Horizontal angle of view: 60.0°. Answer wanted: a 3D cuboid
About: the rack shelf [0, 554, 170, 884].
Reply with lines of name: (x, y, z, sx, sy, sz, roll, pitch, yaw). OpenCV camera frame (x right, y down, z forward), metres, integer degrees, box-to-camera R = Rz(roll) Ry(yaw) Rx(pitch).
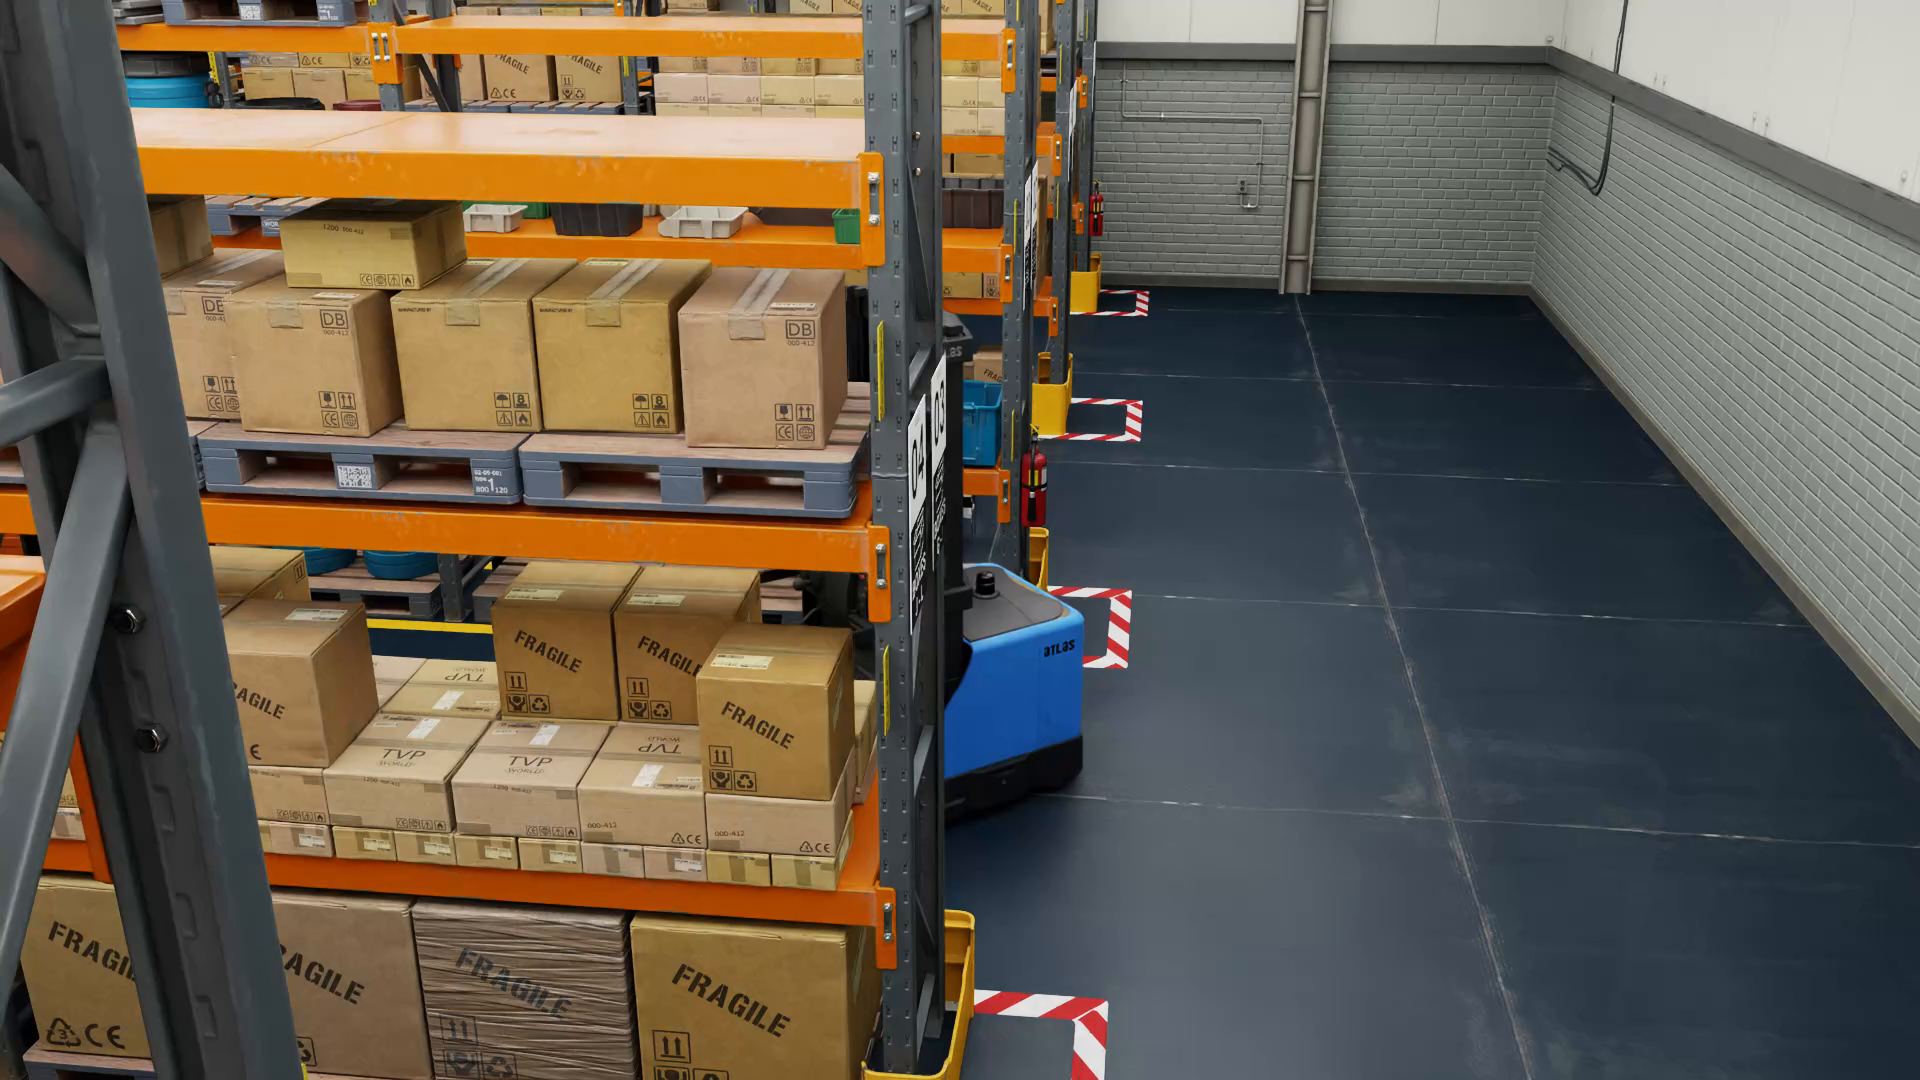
rack shelf: (-2.859, 0.267, 1.508, 4.000, 0.370, 1.077, 2, 22, 6)

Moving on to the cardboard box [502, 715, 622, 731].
cardboard box: (-1.650, 0.770, 7.212, 0.500, 0.250, 0.500, 2, 22, 4)

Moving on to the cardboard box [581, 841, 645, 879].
cardboard box: (-1.338, 1.189, 6.693, 0.250, 0.149, 0.380, 3, 22, 7)

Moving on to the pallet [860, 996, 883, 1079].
pallet: (-0.993, 2.292, 7.356, 1.213, 0.211, 1.003, 2, 22, 6)

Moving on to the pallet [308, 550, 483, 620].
pallet: (-4.340, 0.268, 12.476, 1.213, 0.211, 1.003, 2, 22, 6)

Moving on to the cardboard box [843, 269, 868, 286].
cardboard box: (-1.007, -2.649, 15.924, 0.500, 0.500, 0.500, 2, 22, 6)

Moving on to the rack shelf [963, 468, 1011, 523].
rack shelf: (-1.593, -0.560, 11.754, 4.000, 0.370, 1.077, 2, 22, 6)

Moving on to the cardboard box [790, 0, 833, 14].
cardboard box: (-1.738, -6.380, 19.895, 0.500, 0.500, 0.500, 2, 22, 6)

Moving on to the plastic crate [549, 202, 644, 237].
plastic crate: (-2.377, -2.161, 10.924, 0.590, 0.269, 0.497, 2, 22, 6)

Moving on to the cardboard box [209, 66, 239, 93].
cardboard box: (-7.421, -4.482, 16.249, 0.500, 0.250, 0.500, 1, 22, 2)

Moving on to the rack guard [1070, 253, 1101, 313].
rack guard: (1.583, -3.261, 21.009, 0.348, 0.500, 1.175, 2, 22, 6)

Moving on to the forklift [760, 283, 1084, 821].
forklift: (-0.795, 0.197, 8.956, 3.031, 2.935, 1.130, -13, 25, -30)

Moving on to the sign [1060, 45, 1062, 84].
sign: (0.895, -4.221, 14.752, 0.005, 0.325, 0.100, 2, 22, 6)

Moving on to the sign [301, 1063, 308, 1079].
sign: (-0.810, 0.808, 2.048, 0.005, 0.325, 0.100, 2, 22, 6)

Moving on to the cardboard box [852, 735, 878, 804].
cardboard box: (-0.503, 0.982, 7.218, 0.250, 0.149, 0.380, 3, 22, 7)

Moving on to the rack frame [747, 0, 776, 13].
rack frame: (-2.413, -7.388, 19.887, 0.127, 3.000, 1.000, 2, 22, 6)

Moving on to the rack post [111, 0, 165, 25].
rack post: (-5.604, -3.579, 10.933, 0.954, 0.300, 0.937, 5, 22, 12)

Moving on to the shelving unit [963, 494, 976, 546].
shelving unit: (0.008, -0.418, 13.273, 0.210, 0.900, 0.258, 2, 22, 6)

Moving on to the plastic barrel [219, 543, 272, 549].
plastic barrel: (-5.370, -0.136, 12.518, 0.421, 0.512, 0.421, 0, 22, 0)

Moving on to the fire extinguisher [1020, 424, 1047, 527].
fire extinguisher: (0.490, -0.426, 11.049, 0.183, 0.674, 0.296, 2, 22, 6)

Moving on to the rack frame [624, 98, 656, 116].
rack frame: (-2.992, -2.789, 16.414, 0.127, 3.000, 1.000, 2, 22, 6)

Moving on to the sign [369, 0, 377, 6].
sign: (-3.645, -3.473, 10.268, 0.005, 0.325, 0.100, 2, 22, 6)

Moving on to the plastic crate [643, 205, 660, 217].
plastic crate: (-2.271, -2.337, 11.550, 0.466, 0.136, 0.293, 2, 22, 6)

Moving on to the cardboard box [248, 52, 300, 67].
cardboard box: (-6.532, -4.847, 16.045, 0.500, 0.500, 0.500, 2, 22, 6)

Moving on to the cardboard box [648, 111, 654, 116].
cardboard box: (-3.858, -5.296, 21.167, 0.500, 0.250, 0.500, 2, 22, 4)

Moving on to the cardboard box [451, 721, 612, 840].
cardboard box: (-1.711, 0.964, 6.721, 0.500, 0.250, 0.500, 2, 22, 4)

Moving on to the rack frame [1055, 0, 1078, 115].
rack frame: (0.980, -5.406, 14.874, 0.127, 3.000, 1.000, 2, 22, 6)

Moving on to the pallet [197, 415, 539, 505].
pallet: (-2.142, -0.433, 6.496, 1.213, 0.211, 1.003, 2, 22, 6)

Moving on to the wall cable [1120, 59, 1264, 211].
wall cable: (2.942, -5.187, 21.098, 1.851, 1.984, 0.084, 2, 22, 6)

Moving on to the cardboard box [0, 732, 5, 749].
cardboard box: (-3.716, 0.524, 6.813, 0.500, 0.500, 0.500, 2, 22, 6)

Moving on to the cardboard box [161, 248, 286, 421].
cardboard box: (-2.844, -0.819, 6.508, 0.500, 0.500, 0.700, 4, 22, 9)

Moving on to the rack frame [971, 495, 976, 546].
rack frame: (0.109, -0.414, 13.262, 0.006, 0.900, 0.240, 2, 22, 6)

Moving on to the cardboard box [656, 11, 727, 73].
cardboard box: (-2.505, -4.688, 15.643, 0.500, 0.500, 0.700, 2, 22, 6)

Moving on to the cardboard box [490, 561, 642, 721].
cardboard box: (-1.646, 0.422, 7.071, 0.500, 0.500, 0.500, 2, 22, 5)

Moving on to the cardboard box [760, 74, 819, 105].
cardboard box: (-1.546, -4.188, 15.397, 0.500, 0.250, 0.500, 2, 22, 6)

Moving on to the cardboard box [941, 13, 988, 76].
cardboard box: (-0.018, -4.591, 15.397, 0.500, 0.500, 0.700, 2, 22, 6)

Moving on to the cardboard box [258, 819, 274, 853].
cardboard box: (-2.869, 1.123, 6.861, 0.250, 0.149, 0.380, 2, 22, 6)

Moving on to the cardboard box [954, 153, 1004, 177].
cardboard box: (0.328, -4.610, 20.612, 0.700, 0.700, 0.980, 2, 22, 6)

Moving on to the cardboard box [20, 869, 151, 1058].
cardboard box: (-3.515, 1.678, 7.434, 0.875, 0.875, 0.875, 2, 22, 6)

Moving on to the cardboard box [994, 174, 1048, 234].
cardboard box: (0.571, -3.243, 16.066, 0.500, 0.500, 0.500, 3, 22, 8)

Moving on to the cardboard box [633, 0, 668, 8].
cardboard box: (-3.821, -6.697, 20.465, 0.500, 0.250, 0.500, 2, 22, 5)

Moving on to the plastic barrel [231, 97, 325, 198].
plastic barrel: (-4.509, -2.624, 11.090, 0.600, 0.588, 0.600, 0, 22, 0)

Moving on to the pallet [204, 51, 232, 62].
pallet: (-9.757, -6.186, 21.182, 1.003, 0.211, 1.213, 2, 22, 6)

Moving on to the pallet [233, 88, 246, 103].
pallet: (-7.649, -4.266, 16.327, 1.003, 0.211, 1.213, 3, 22, 9)

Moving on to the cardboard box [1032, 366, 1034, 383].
cardboard box: (0.605, -1.638, 16.783, 0.250, 0.149, 0.380, 2, 22, 6)

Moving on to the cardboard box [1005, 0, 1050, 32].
cardboard box: (0.801, -6.272, 19.622, 0.500, 0.500, 0.500, 2, 22, 6)

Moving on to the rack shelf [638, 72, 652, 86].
rack shelf: (-4.399, -5.745, 20.789, 4.000, 0.370, 1.077, 2, 22, 6)

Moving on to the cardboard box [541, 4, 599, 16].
cardboard box: (-4.816, -6.384, 20.694, 0.500, 0.500, 0.700, 4, 22, 9)

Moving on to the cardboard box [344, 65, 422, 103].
cardboard box: (-5.504, -4.352, 16.153, 0.500, 0.500, 0.910, 2, 22, 6)

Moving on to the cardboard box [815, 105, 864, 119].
cardboard box: (-1.049, -3.937, 15.443, 0.500, 0.250, 0.500, 2, 22, 6)

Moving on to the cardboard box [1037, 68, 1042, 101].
cardboard box: (0.501, -4.291, 15.657, 0.500, 0.250, 0.500, 2, 22, 6)

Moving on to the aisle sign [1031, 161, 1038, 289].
aisle sign: (0.500, -2.122, 11.191, 0.004, 0.787, 0.394, 2, 22, 6)

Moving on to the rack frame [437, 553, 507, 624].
rack frame: (-3.579, -0.981, 11.840, 0.127, 3.000, 1.000, 2, 22, 6)
